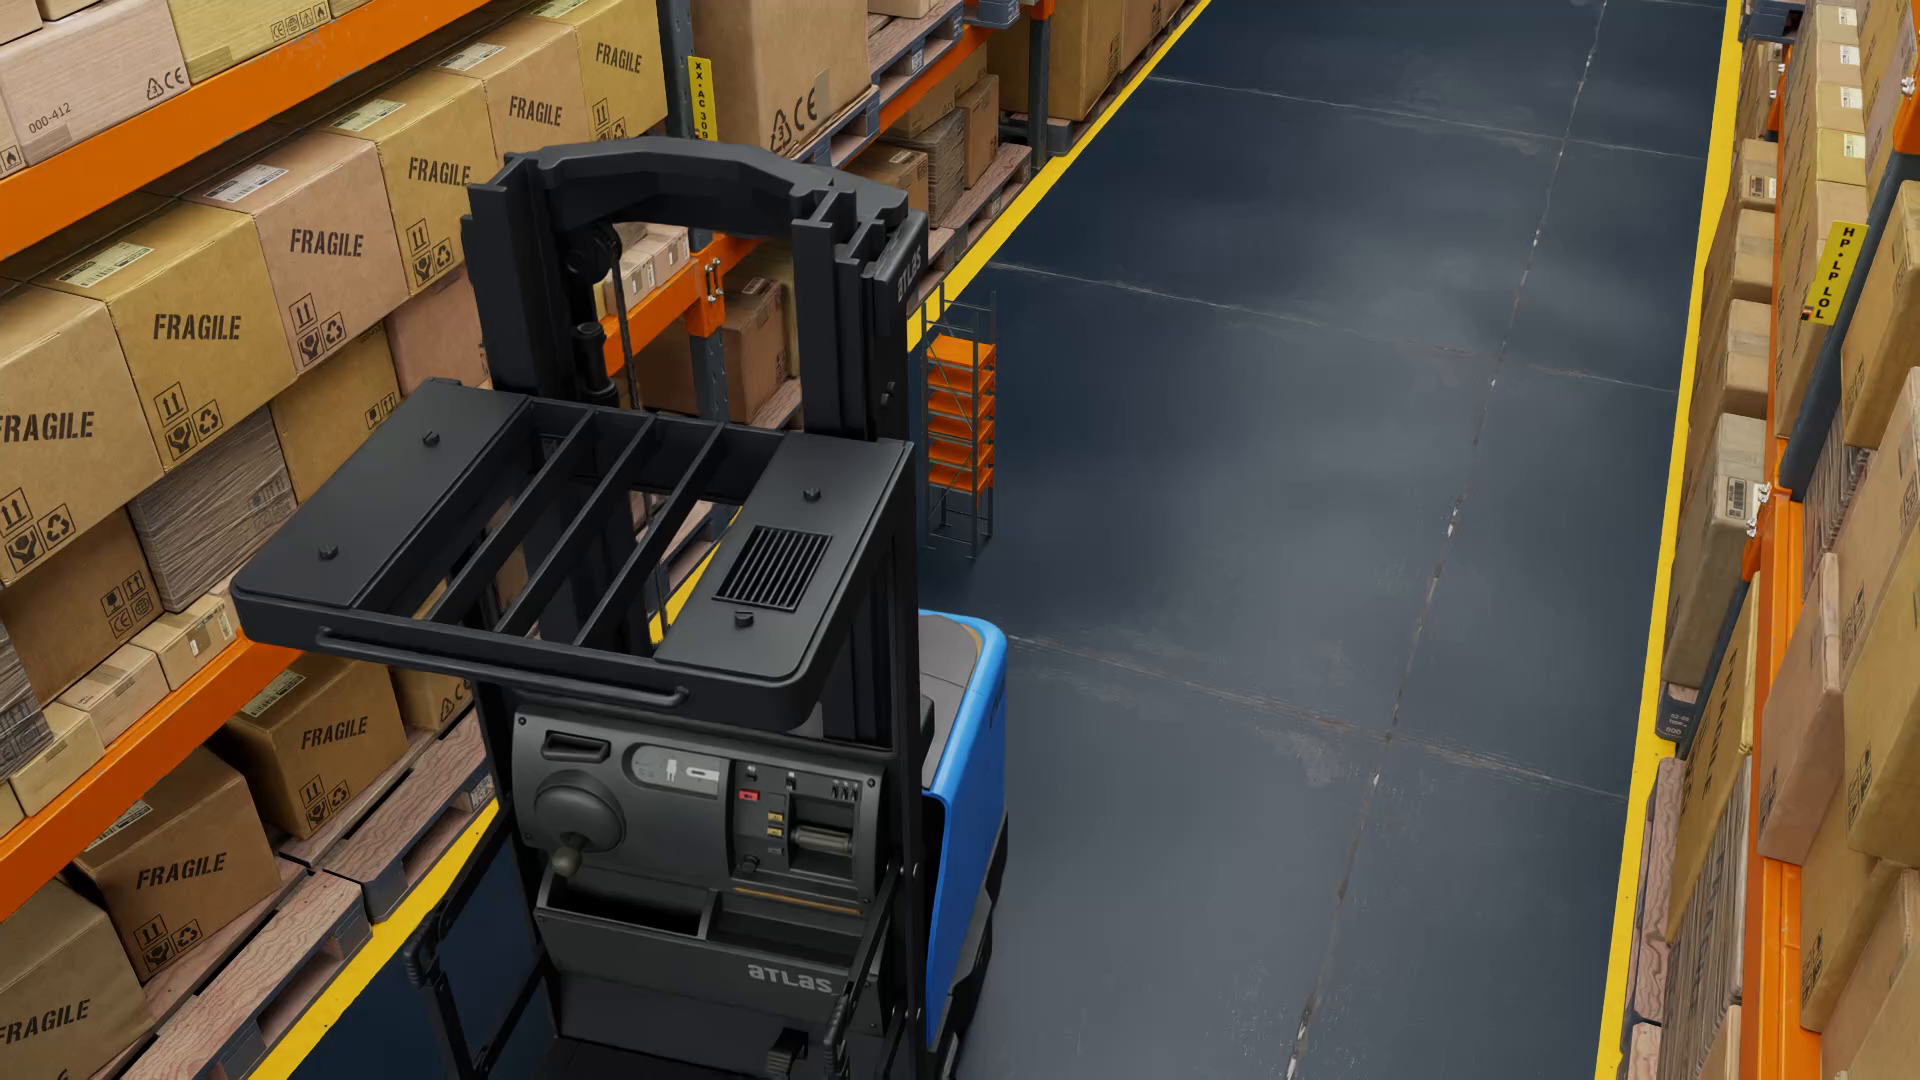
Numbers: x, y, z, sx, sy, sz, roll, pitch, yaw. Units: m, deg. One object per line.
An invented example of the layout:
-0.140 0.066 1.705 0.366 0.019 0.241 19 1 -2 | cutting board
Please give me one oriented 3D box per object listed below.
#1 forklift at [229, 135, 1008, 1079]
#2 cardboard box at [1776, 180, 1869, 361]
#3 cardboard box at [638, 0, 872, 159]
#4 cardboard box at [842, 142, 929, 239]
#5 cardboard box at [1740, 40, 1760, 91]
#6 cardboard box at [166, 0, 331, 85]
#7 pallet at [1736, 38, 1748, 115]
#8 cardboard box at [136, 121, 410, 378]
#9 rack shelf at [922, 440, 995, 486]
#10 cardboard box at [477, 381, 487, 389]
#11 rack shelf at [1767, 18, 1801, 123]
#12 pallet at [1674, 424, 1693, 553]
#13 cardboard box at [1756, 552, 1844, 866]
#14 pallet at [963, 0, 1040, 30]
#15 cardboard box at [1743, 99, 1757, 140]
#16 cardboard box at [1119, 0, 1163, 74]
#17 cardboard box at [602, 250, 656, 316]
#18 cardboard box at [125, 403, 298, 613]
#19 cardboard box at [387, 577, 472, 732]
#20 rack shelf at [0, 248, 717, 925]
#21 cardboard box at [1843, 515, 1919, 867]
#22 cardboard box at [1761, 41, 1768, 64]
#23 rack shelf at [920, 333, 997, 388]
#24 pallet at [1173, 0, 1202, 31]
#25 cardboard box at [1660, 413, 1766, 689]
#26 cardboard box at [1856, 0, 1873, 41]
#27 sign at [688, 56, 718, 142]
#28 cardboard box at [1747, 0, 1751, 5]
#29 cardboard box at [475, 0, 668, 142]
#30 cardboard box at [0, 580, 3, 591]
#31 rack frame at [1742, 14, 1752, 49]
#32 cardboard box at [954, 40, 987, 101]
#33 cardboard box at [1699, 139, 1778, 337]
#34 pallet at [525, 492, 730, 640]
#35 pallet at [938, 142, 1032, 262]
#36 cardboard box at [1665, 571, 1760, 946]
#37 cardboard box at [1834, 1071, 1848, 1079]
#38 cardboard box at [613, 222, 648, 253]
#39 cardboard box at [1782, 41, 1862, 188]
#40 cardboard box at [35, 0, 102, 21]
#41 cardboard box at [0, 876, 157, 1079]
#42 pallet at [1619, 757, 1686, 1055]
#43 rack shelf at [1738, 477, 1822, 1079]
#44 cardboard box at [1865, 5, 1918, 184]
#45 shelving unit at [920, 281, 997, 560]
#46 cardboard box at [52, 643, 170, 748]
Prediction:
-0.689 0.724 3.833 1.130 2.935 3.031 8 38 11 | forklift
3.222 -0.902 5.868 0.500 0.500 0.500 13 39 17 | cardboard box
-1.038 -2.235 6.882 1.000 1.000 1.000 14 39 18 | cardboard box
-0.593 -1.807 8.882 0.700 0.500 0.500 17 40 21 | cardboard box
5.396 -3.187 10.745 0.500 0.500 0.500 16 40 20 | cardboard box
-1.993 -1.402 4.241 0.500 0.250 0.500 15 39 19 | cardboard box
5.828 -3.113 11.239 1.003 0.211 1.213 14 39 18 | pallet
-1.960 -0.836 4.696 0.500 0.500 0.500 14 39 18 | cardboard box
-0.005 -0.341 6.979 0.258 0.103 0.180 14 39 18 | rack shelf
-1.801 -0.451 5.557 0.380 0.149 0.250 14 39 18 | cardboard box
5.361 -3.266 9.715 1.077 0.370 4.000 14 39 18 | rack shelf
3.765 -0.238 7.392 1.003 0.211 1.213 14 39 18 | pallet
2.447 0.496 3.955 0.875 0.550 0.550 14 39 18 | cardboard box
-0.121 -3.137 9.102 1.213 0.211 1.003 14 39 18 | pallet
4.810 -2.325 9.592 0.500 0.500 0.500 15 39 20 | cardboard box
0.680 -3.819 11.278 1.225 0.875 0.875 14 39 18 | cardboard box
-1.384 -0.995 6.286 0.380 0.149 0.250 14 39 18 | cardboard box
-2.448 -0.232 4.723 0.875 0.500 0.500 14 39 18 | cardboard box
-2.034 0.308 6.070 0.500 0.500 0.500 11 38 14 | cardboard box
-2.231 -0.023 5.376 1.077 0.370 4.000 14 39 18 | rack shelf
2.278 0.365 3.229 0.875 0.550 0.500 14 39 18 | cardboard box
5.008 -2.913 9.752 0.500 0.250 0.500 15 39 19 | cardboard box
-0.005 -0.725 6.691 0.258 0.103 0.180 14 39 18 | rack shelf
1.350 -4.286 12.808 1.003 0.211 1.213 14 39 18 | pallet
3.232 0.136 6.090 1.050 0.750 0.750 14 39 18 | cardboard box
4.229 -2.361 6.985 0.700 0.500 0.500 13 39 17 | cardboard box
-0.965 -1.646 6.223 0.100 0.325 0.005 14 39 18 | sign
5.957 -3.983 12.103 0.380 0.149 0.250 14 39 18 | cardboard box
-1.387 -1.666 5.806 0.500 0.500 0.500 14 39 18 | cardboard box
-2.531 -0.006 3.585 0.500 0.500 0.500 14 39 18 | cardboard box
6.122 -4.662 10.981 1.000 3.000 0.127 14 39 18 | rack frame
-0.175 -2.730 9.492 0.500 0.250 0.500 15 39 20 | cardboard box
4.286 -1.397 8.143 1.050 0.750 0.750 13 39 17 | cardboard box
-1.693 0.079 6.969 1.003 0.211 1.213 14 39 18 | pallet
-0.247 -2.084 9.861 1.003 0.211 1.213 14 39 18 | pallet
2.775 0.783 5.121 0.875 0.875 0.875 14 39 18 | cardboard box
1.845 1.397 2.750 0.875 0.550 0.550 14 39 18 | cardboard box
-1.698 -1.342 6.208 0.875 0.500 0.500 14 39 18 | cardboard box
3.797 -1.739 6.987 0.500 0.500 0.500 14 39 18 | cardboard box
-2.147 -1.317 3.793 0.380 0.149 0.250 12 38 16 | cardboard box
-2.739 1.288 4.759 0.500 0.500 0.500 21 42 26 | cardboard box
2.717 1.288 5.351 1.003 0.211 1.213 14 39 18 | pallet
2.318 1.163 3.789 1.077 0.370 4.000 14 39 18 | rack shelf
3.648 -1.514 5.852 0.700 0.500 0.500 14 39 18 | cardboard box
-0.005 -0.473 6.880 0.258 1.200 0.189 14 39 18 | shelving unit
-2.365 0.381 4.444 0.380 0.149 0.250 14 39 18 | cardboard box
